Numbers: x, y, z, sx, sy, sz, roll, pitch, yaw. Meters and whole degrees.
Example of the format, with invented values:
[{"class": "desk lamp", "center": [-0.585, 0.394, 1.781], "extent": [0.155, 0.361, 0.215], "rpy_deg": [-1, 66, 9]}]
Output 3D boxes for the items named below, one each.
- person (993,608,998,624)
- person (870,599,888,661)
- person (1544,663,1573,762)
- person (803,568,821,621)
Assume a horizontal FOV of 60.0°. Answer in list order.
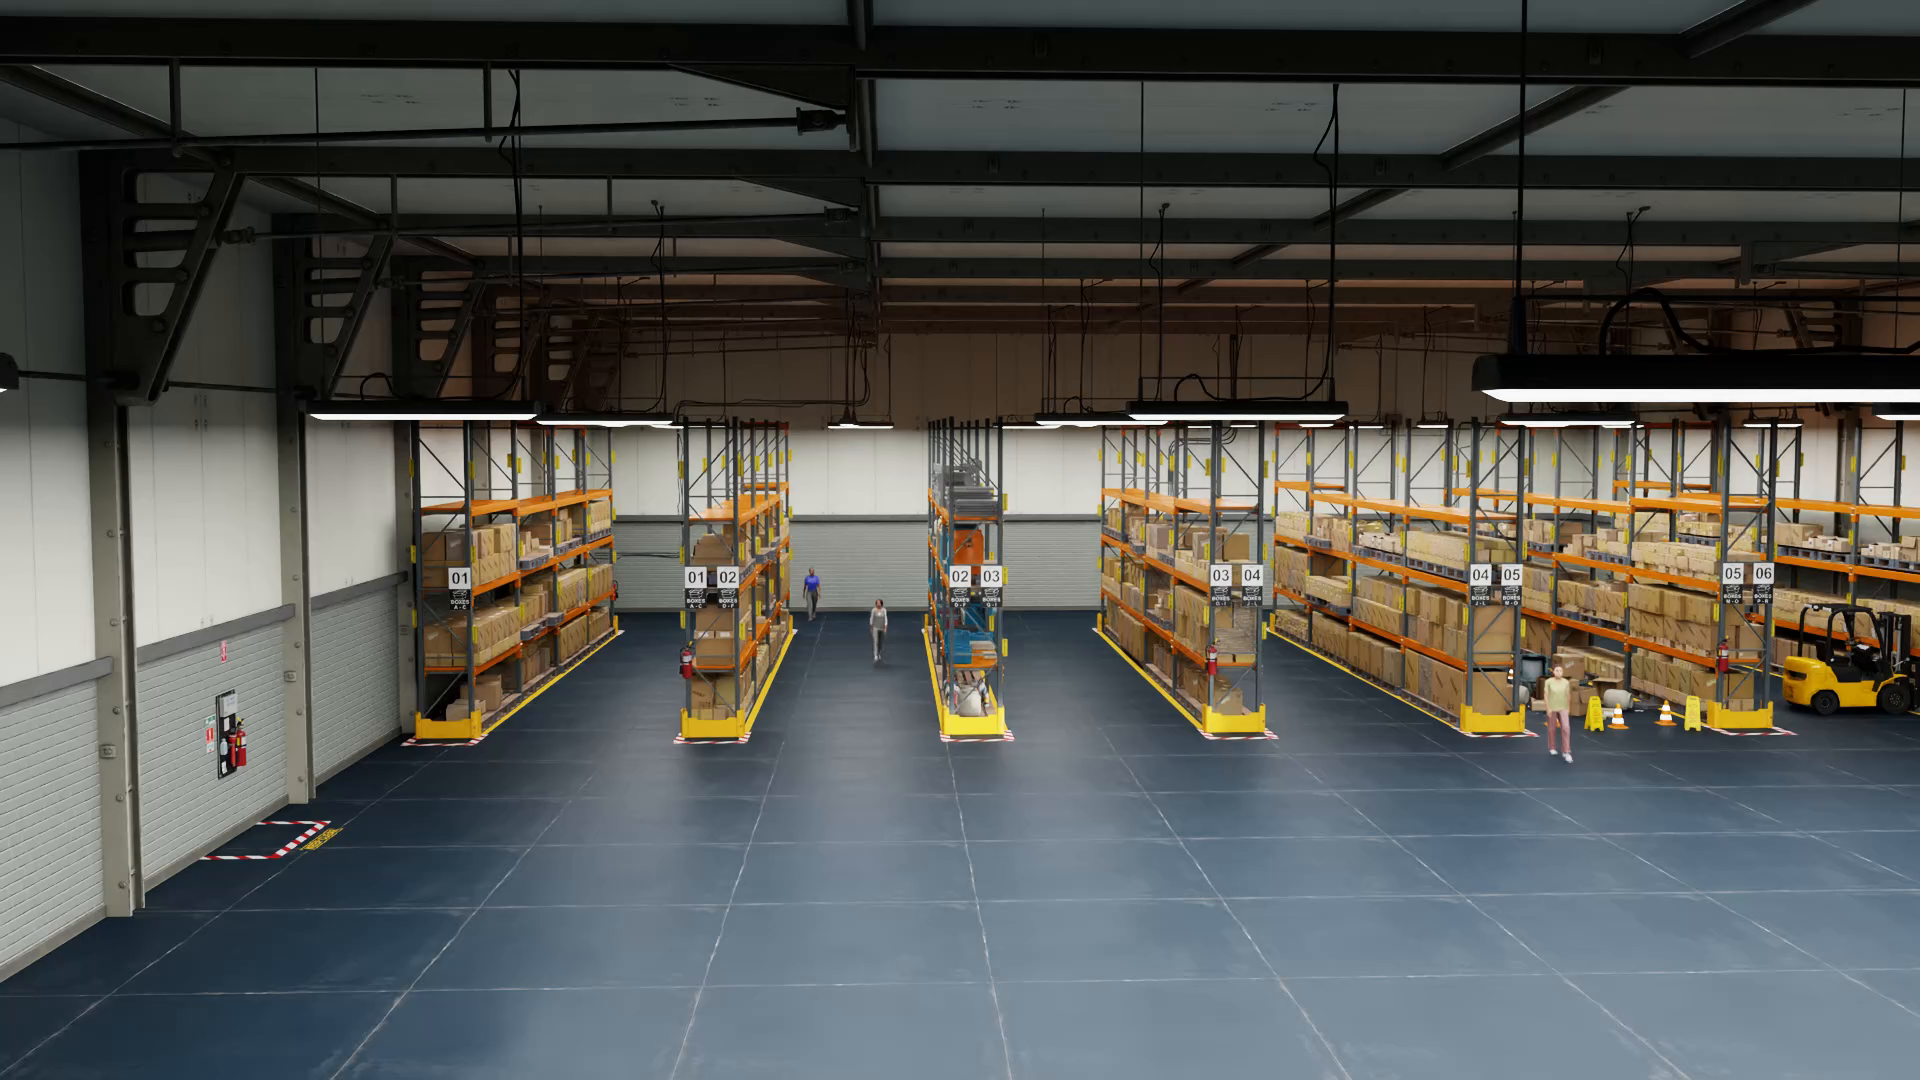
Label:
[{"class": "person", "center": [0.861, 1.935, 45.217], "extent": [0.504, 1.619, 1.051], "rpy_deg": [-1, 4, -12]}, {"class": "person", "center": [-2.010, 2.230, 41.340], "extent": [0.434, 1.546, 0.967], "rpy_deg": [-1, 4, -16]}, {"class": "person", "center": [10.455, 2.985, 29.090], "extent": [0.467, 1.642, 0.864], "rpy_deg": [1, 4, 13]}, {"class": "person", "center": [-4.478, 1.635, 50.271], "extent": [0.491, 1.569, 1.047], "rpy_deg": [-1, 4, -11]}]
